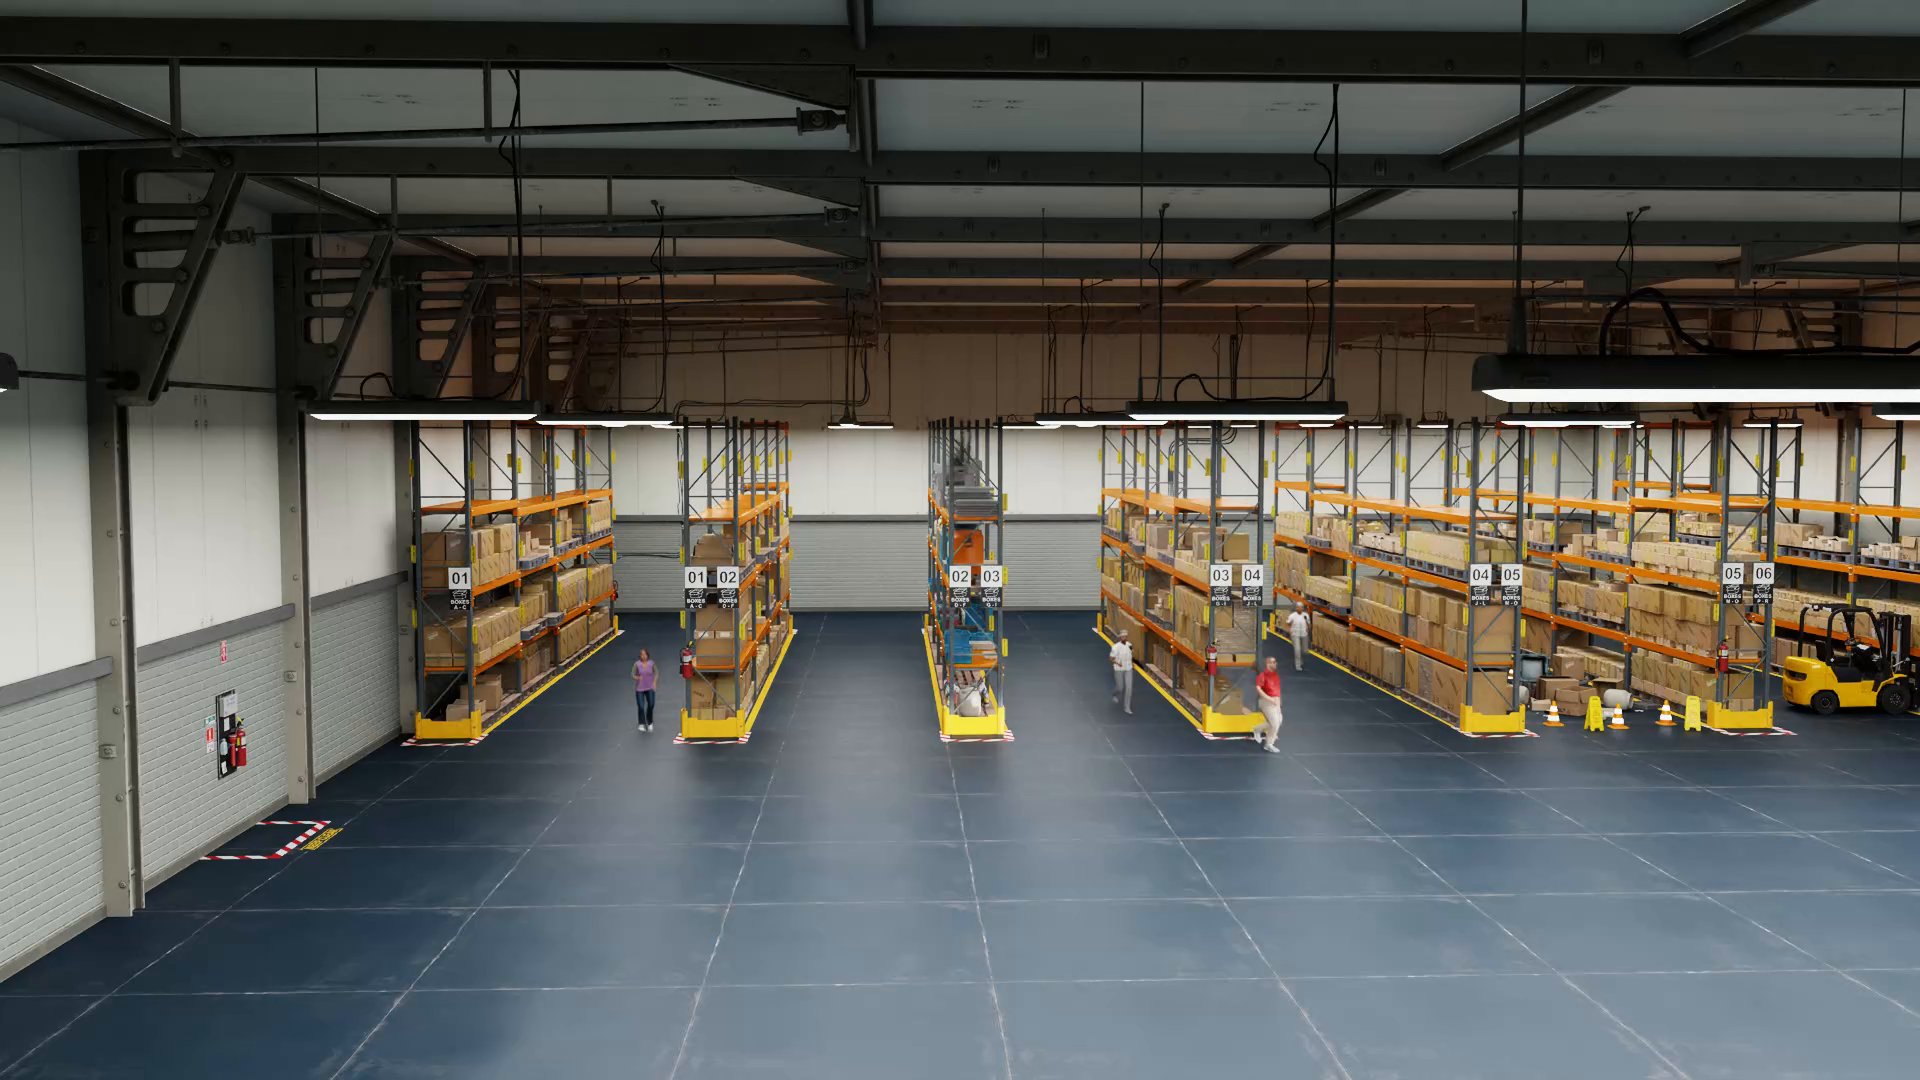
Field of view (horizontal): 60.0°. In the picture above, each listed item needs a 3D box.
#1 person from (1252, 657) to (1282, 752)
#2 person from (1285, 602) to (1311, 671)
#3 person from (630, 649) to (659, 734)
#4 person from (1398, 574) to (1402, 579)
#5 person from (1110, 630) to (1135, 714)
[{"bbox_3d":[5.512,2.939,29.931,0.627,1.694,0.698,3,5,37],"label":"person"},{"bbox_3d":[8.149,2.303,40.007,0.613,1.621,0.687,0,4,-1],"label":"person"},{"bbox_3d":[-5.974,2.876,31.524,0.539,1.632,0.606,-1,4,-14],"label":"person"},{"bbox_3d":[13.152,1.757,49.319,0.697,1.565,0.537,0,4,0],"label":"person"},{"bbox_3d":[3.334,2.671,34.059,0.579,1.700,0.859,-1,4,-15],"label":"person"}]
